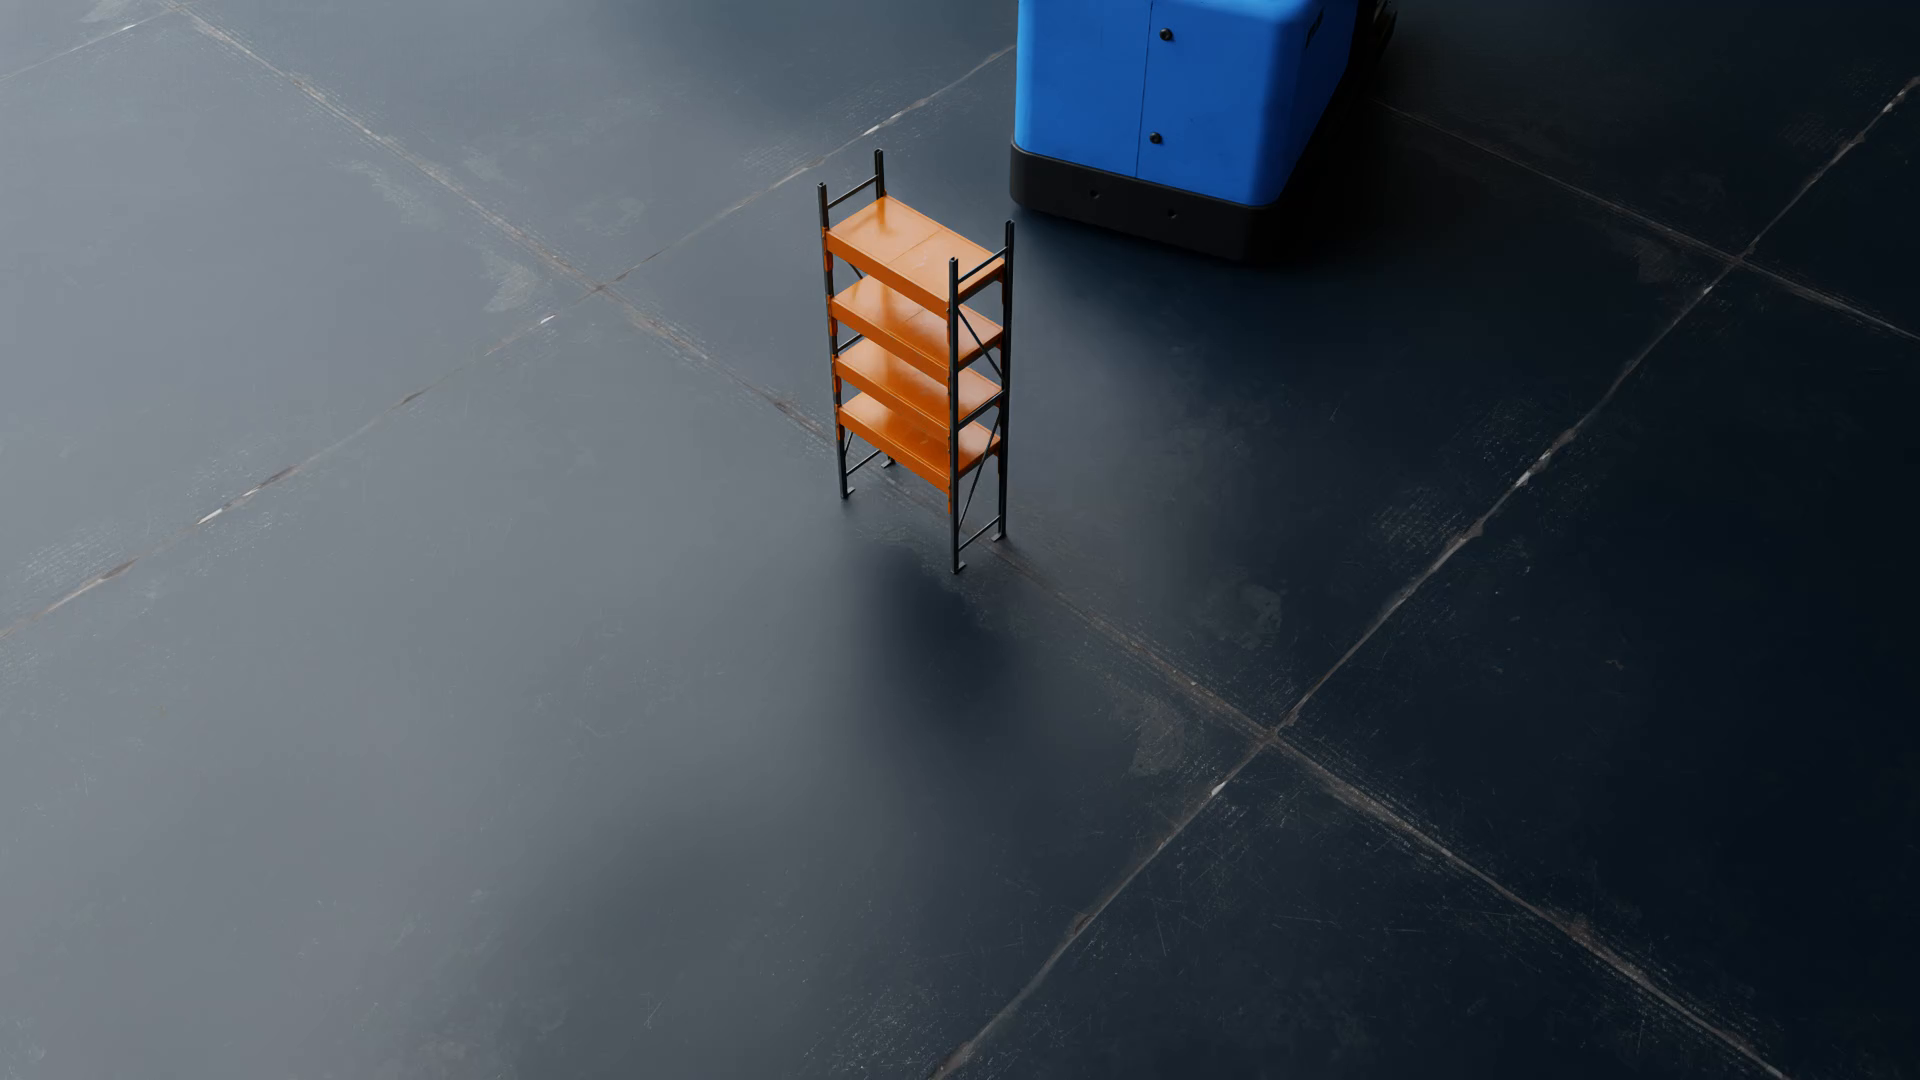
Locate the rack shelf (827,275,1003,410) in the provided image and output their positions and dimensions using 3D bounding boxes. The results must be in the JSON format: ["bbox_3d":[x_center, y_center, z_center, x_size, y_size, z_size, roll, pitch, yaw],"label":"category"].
[{"bbox_3d":[-0.122,-0.600,4.775,0.480,0.148,0.258,34,55,28],"label":"rack shelf"}]

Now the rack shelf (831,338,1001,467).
[{"bbox_3d":[-0.122,-0.446,4.938,0.480,0.148,0.258,34,55,28],"label":"rack shelf"}]

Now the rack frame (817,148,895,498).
[{"bbox_3d":[-0.301,-0.613,5.003,0.015,1.200,0.240,34,55,28],"label":"rack frame"}]

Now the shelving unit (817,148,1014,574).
[{"bbox_3d":[-0.122,-0.493,4.889,0.503,1.200,0.258,34,55,28],"label":"shelving unit"}]

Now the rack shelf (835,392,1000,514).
[{"bbox_3d":[-0.122,-0.311,5.083,0.480,0.148,0.258,34,55,28],"label":"rack shelf"}]

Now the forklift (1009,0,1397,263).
[{"bbox_3d":[1.242,-3.111,6.161,1.130,2.935,3.031,18,49,16],"label":"forklift"}]

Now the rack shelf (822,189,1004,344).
[{"bbox_3d":[-0.122,-0.762,4.603,0.480,0.148,0.258,34,55,28],"label":"rack shelf"}]

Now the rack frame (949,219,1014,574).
[{"bbox_3d":[0.058,-0.372,4.776,0.015,1.200,0.240,34,55,28],"label":"rack frame"}]
